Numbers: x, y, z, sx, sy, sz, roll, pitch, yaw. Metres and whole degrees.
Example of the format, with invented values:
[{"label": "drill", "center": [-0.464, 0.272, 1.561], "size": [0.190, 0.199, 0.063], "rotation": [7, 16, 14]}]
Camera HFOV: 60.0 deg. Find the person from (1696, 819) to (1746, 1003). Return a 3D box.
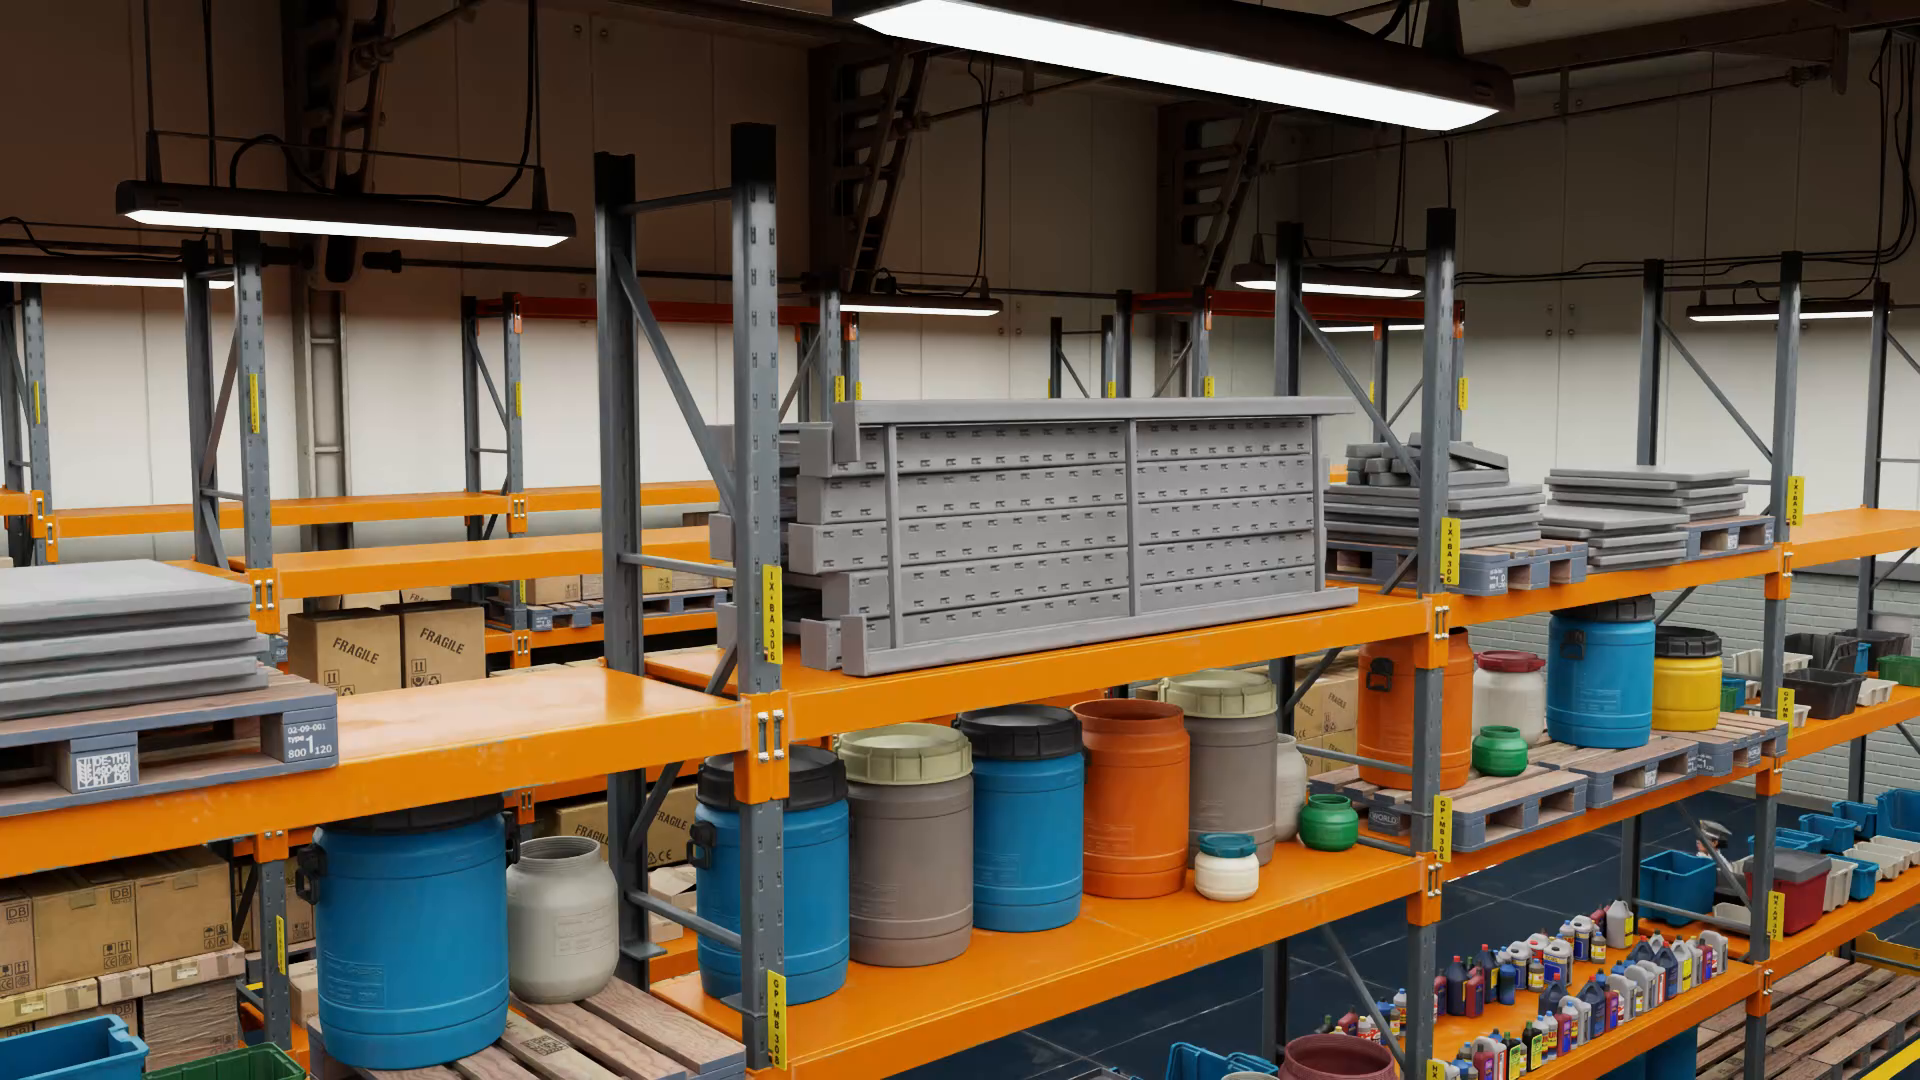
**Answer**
[{"label": "person", "center": [6.086, 3.060, 13.489], "size": [1.059, 1.624, 0.537], "rotation": [-1, 6, -11]}]
